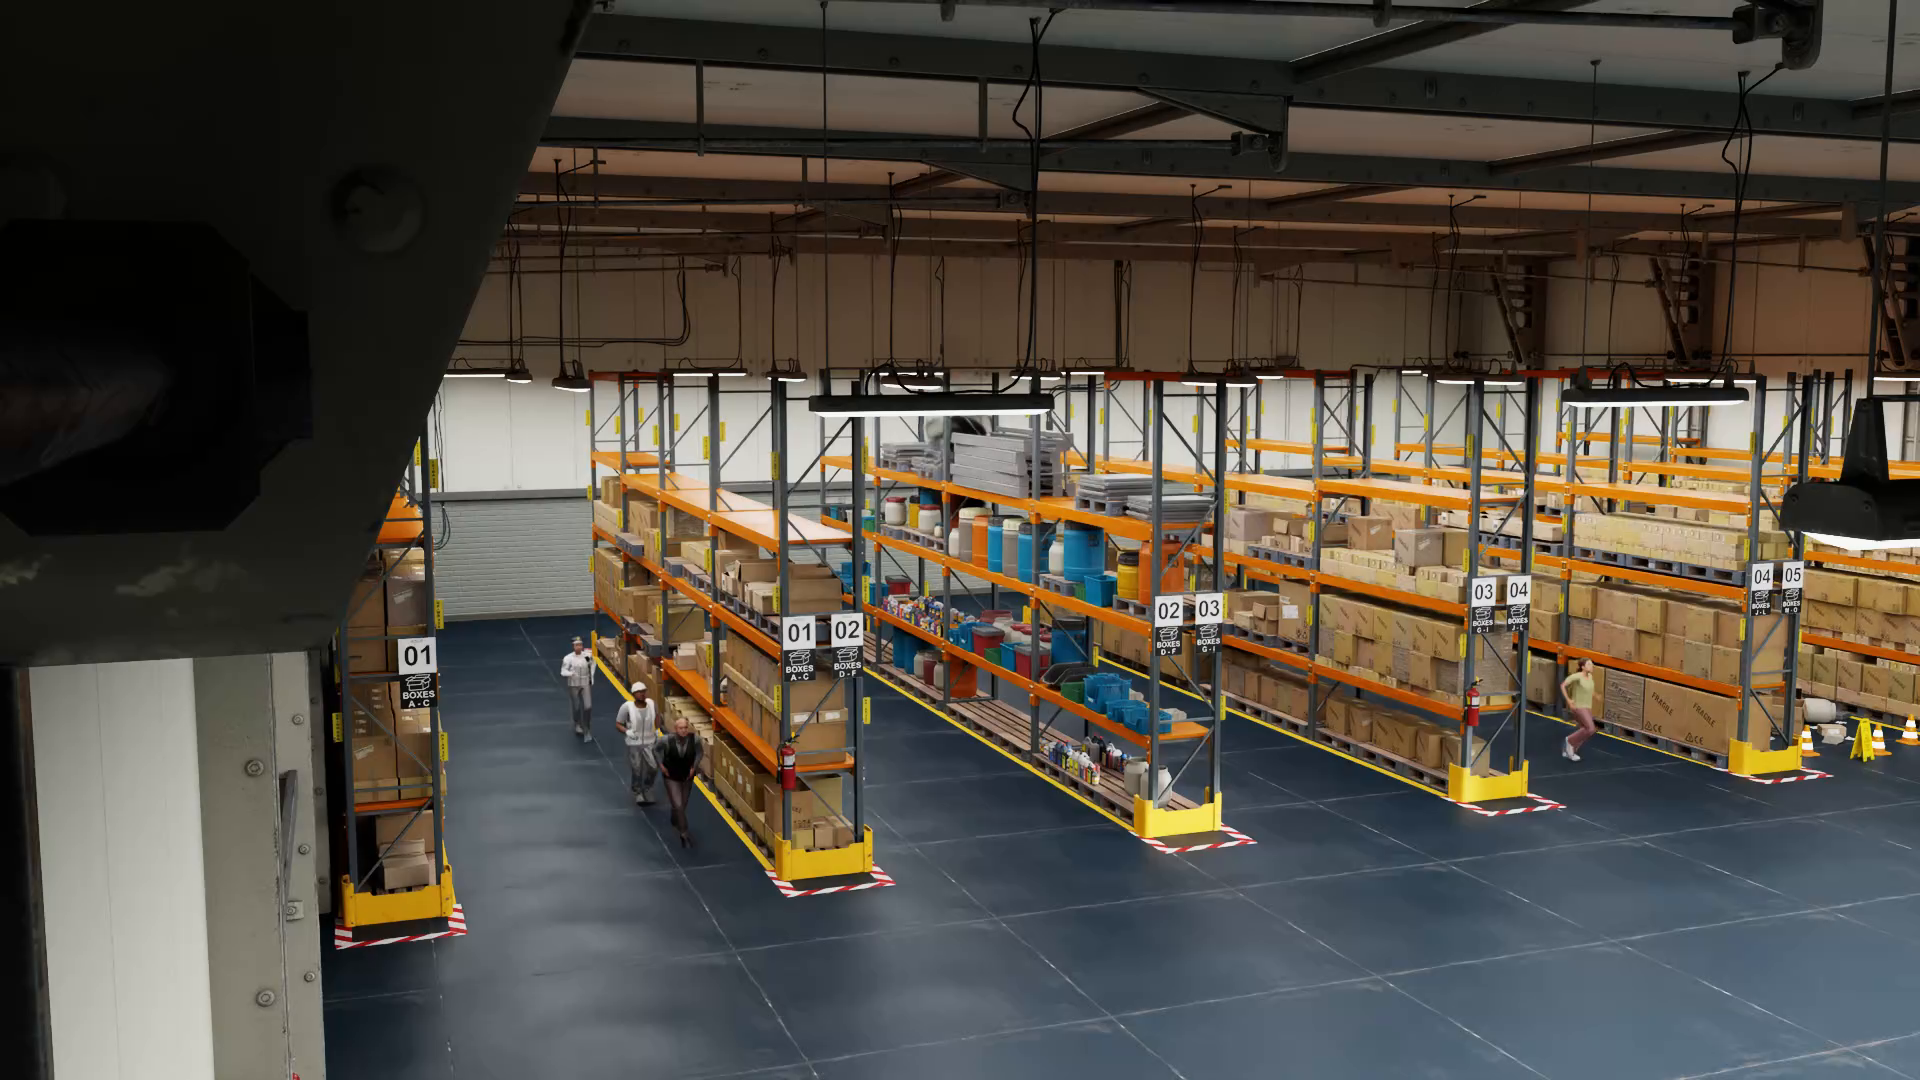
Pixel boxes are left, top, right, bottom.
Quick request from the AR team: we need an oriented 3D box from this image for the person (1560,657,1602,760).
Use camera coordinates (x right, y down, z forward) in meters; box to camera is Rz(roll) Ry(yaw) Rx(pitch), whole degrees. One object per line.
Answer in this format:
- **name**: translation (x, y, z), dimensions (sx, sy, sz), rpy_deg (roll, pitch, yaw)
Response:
- **person**: translation (9.704, 2.674, 25.924), dimensions (0.582, 1.535, 0.568), rpy_deg (-5, 8, -36)

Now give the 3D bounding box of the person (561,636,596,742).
- **person**: translation (-6.273, 2.442, 27.424), dimensions (0.594, 1.753, 0.753), rpy_deg (-2, 7, -17)

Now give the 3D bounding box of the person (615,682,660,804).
- **person**: translation (-4.464, 2.859, 23.280), dimensions (0.681, 1.754, 0.631), rpy_deg (-3, 7, -25)

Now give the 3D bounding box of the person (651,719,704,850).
- **person**: translation (-3.686, 3.110, 21.658), dimensions (0.675, 1.711, 0.940), rpy_deg (-2, 7, -20)

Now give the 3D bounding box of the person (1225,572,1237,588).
- **person**: translation (6.744, 0.856, 41.538), dimensions (0.565, 1.723, 0.705), rpy_deg (2, 7, 18)
